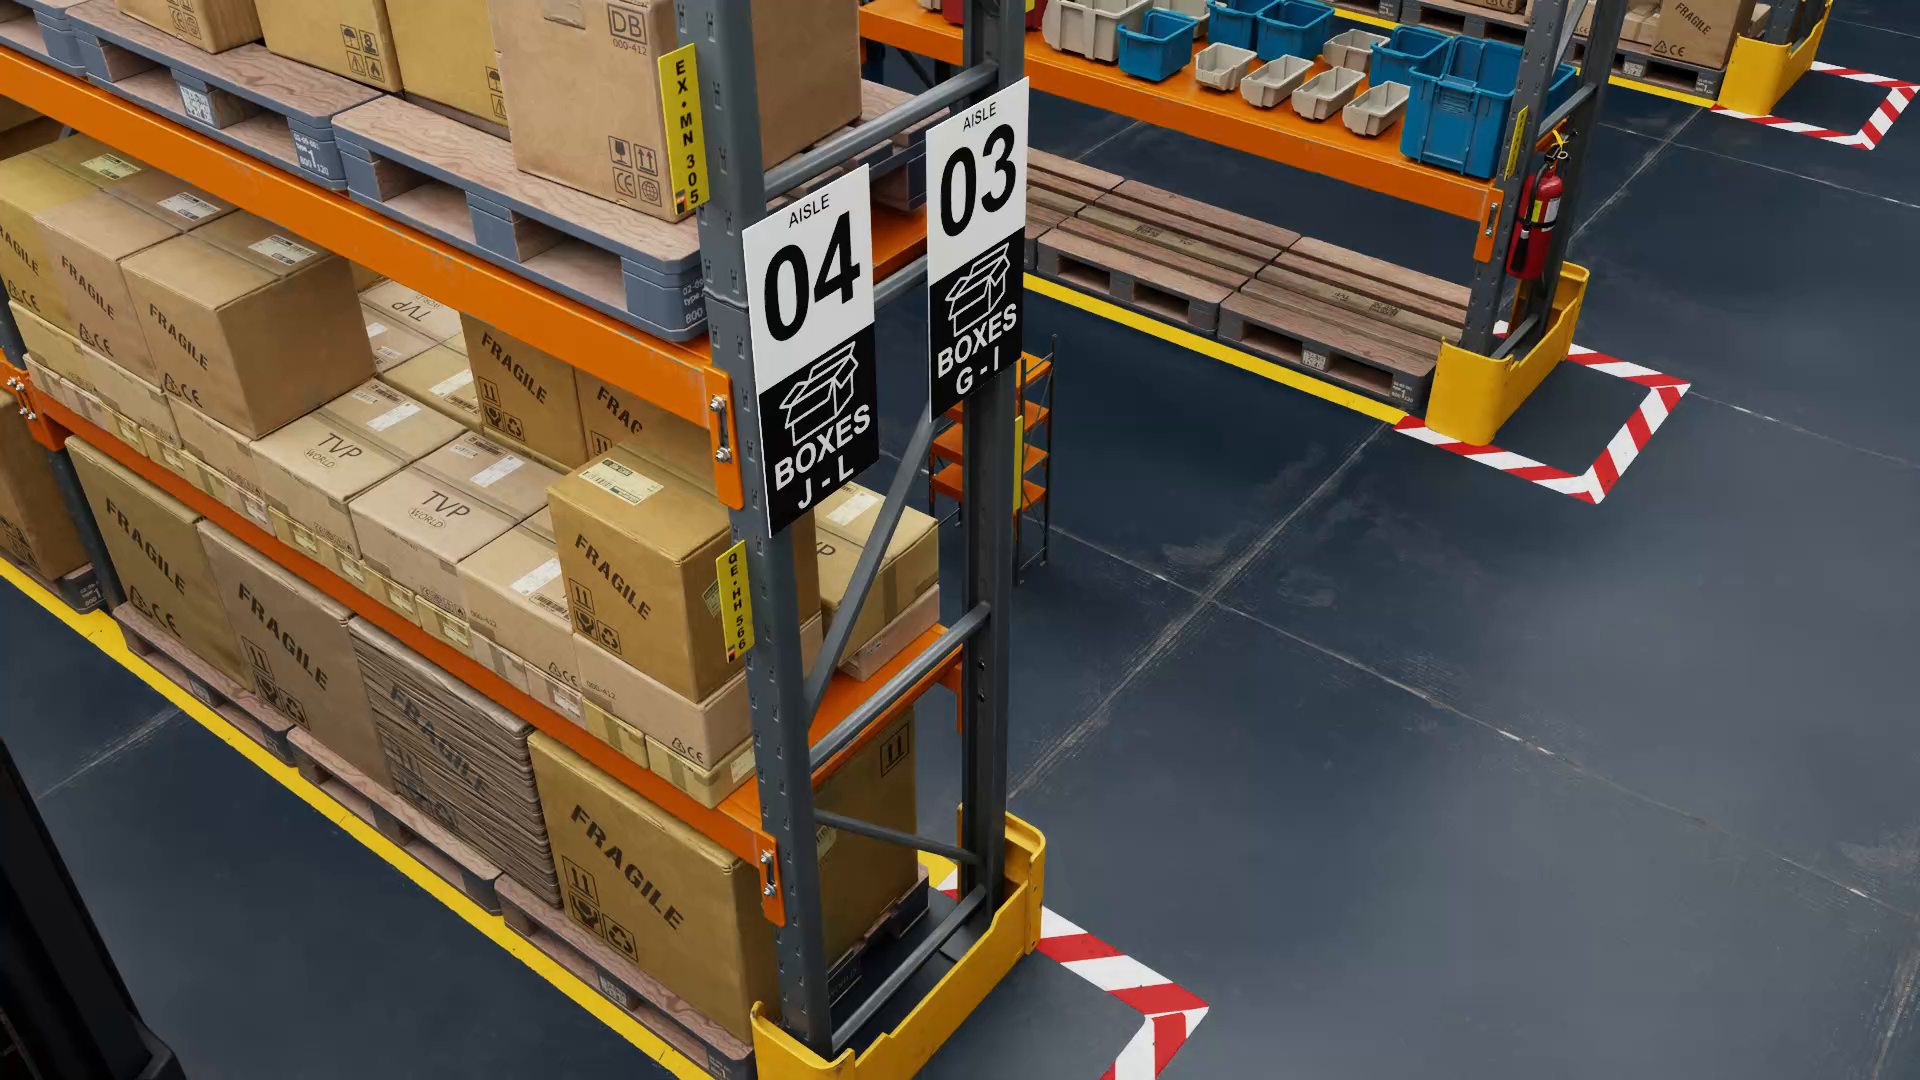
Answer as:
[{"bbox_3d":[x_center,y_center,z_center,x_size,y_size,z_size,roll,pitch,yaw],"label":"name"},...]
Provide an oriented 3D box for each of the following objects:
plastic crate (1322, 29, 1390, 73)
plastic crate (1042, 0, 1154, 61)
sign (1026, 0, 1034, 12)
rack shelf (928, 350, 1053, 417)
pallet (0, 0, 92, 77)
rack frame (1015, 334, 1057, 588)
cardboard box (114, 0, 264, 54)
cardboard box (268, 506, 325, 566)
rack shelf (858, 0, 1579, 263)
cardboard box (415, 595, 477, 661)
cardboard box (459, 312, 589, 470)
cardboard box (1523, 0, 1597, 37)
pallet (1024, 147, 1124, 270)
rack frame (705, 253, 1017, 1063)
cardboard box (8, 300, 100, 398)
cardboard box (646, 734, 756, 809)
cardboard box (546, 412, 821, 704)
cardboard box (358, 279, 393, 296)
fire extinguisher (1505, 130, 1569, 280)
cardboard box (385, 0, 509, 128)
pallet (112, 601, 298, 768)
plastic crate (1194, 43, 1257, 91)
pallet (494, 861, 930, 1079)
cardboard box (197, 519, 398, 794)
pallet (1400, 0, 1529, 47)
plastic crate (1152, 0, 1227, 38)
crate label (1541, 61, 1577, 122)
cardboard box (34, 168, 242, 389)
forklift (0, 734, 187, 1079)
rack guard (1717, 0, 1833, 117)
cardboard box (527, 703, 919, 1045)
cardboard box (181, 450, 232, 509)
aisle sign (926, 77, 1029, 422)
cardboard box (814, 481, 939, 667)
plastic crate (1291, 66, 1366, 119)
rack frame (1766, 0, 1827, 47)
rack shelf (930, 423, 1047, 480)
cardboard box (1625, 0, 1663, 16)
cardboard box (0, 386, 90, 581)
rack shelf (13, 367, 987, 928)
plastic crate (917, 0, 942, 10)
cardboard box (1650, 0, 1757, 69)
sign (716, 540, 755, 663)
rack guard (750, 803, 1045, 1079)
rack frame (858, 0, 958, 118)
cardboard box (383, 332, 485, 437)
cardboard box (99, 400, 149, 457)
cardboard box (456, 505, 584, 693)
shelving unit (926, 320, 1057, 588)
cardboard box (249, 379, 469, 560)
[{"bbox_3d":[2.075,-2.575,8.771,0.298,0.136,0.250,25,45,29],"label":"plastic crate"},{"bbox_3d":[0.738,-2.800,8.941,0.530,0.282,0.437,25,45,29],"label":"plastic crate"},{"bbox_3d":[0.147,-1.388,3.883,0.005,0.325,0.100,25,45,29],"label":"sign"},{"bbox_3d":[0.131,-0.720,7.059,0.480,0.148,0.258,25,45,29],"label":"rack shelf"},{"bbox_3d":[-2.729,-1.895,5.375,1.213,0.211,1.003,25,45,29],"label":"pallet"},{"bbox_3d":[0.325,-0.319,7.184,0.015,1.200,0.240,25,45,29],"label":"rack frame"},{"bbox_3d":[-1.961,-1.753,4.619,0.500,0.500,0.700,27,46,30],"label":"cardboard box"},{"bbox_3d":[-2.100,-0.104,5.654,0.250,0.149,0.380,24,44,27],"label":"cardboard box"},{"bbox_3d":[1.226,-2.453,9.033,4.000,0.370,1.077,25,45,29],"label":"rack shelf"},{"bbox_3d":[-1.490,0.183,5.287,0.250,0.149,0.380,24,44,28],"label":"cardboard box"},{"bbox_3d":[-1.224,-0.605,5.362,0.500,0.500,0.500,24,44,27],"label":"cardboard box"},{"bbox_3d":[4.508,-3.955,12.242,0.500,0.250,0.500,25,45,29],"label":"cardboard box"},{"bbox_3d":[0.245,-2.131,10.300,1.213,0.211,1.003,25,45,29],"label":"pallet"},{"bbox_3d":[-0.195,0.438,4.757,0.127,3.000,1.000,25,45,29],"label":"rack frame"},{"bbox_3d":[-3.158,-0.814,6.237,0.500,0.250,0.500,24,44,28],"label":"cardboard box"},{"bbox_3d":[-0.678,0.565,4.799,0.250,0.149,0.380,26,45,29],"label":"cardboard box"},{"bbox_3d":[-0.742,0.031,4.549,0.500,0.500,0.500,26,45,29],"label":"cardboard box"},{"bbox_3d":[-2.449,-0.889,6.332,0.500,0.250,0.500,27,45,30],"label":"cardboard box"},{"bbox_3d":[2.658,-1.531,7.637,0.183,0.674,0.296,25,45,29],"label":"fire extinguisher"},{"bbox_3d":[-1.014,-1.425,4.201,0.500,0.500,0.700,24,44,27],"label":"cardboard box"},{"bbox_3d":[-2.816,0.361,7.117,1.213,0.211,1.003,25,45,29],"label":"pallet"},{"bbox_3d":[1.352,-2.433,8.590,0.250,0.136,0.298,25,45,29],"label":"plastic crate"},{"bbox_3d":[-0.878,1.275,5.950,1.213,0.211,1.003,25,45,29],"label":"pallet"},{"bbox_3d":[-2.182,0.235,6.400,0.875,0.875,0.875,25,45,29],"label":"cardboard box"},{"bbox_3d":[4.167,-4.097,12.812,1.213,0.211,1.003,25,45,29],"label":"pallet"},{"bbox_3d":[1.203,-2.900,9.186,0.466,0.136,0.293,25,45,29],"label":"plastic crate"},{"bbox_3d":[2.818,-2.198,8.212,0.303,0.233,0.416,25,45,29],"label":"crate label"},{"bbox_3d":[-2.761,-0.920,5.764,0.500,0.500,0.500,25,45,29],"label":"cardboard box"},{"bbox_3d":[-2.722,1.118,3.945,3.031,2.935,1.130,24,44,28],"label":"forklift"},{"bbox_3d":[5.766,-3.455,11.758,0.348,0.500,1.175,25,45,29],"label":"rack guard"},{"bbox_3d":[-0.752,0.909,5.539,0.875,0.875,0.875,25,45,29],"label":"cardboard box"},{"bbox_3d":[-2.508,-0.297,5.900,0.250,0.149,0.380,25,44,28],"label":"cardboard box"},{"bbox_3d":[0.044,-0.705,4.109,0.004,0.787,0.394,25,45,29],"label":"aisle sign"},{"bbox_3d":[-0.412,0.068,5.110,0.500,0.250,0.500,24,44,27],"label":"cardboard box"},{"bbox_3d":[1.835,-2.239,8.342,0.243,0.136,0.396,25,45,29],"label":"plastic crate"},{"bbox_3d":[5.826,-4.411,10.951,0.127,3.000,1.000,25,45,29],"label":"rack frame"},{"bbox_3d":[0.131,-0.357,7.342,0.480,0.148,0.258,25,45,29],"label":"rack shelf"},{"bbox_3d":[5.170,-4.032,12.340,0.500,0.250,0.500,25,45,29],"label":"cardboard box"},{"bbox_3d":[-3.893,-0.619,7.490,0.875,0.875,1.225,25,45,29],"label":"cardboard box"},{"bbox_3d":[-1.784,-0.028,5.936,4.000,0.370,1.077,25,45,29],"label":"rack shelf"},{"bbox_3d":[-0.080,-3.161,9.519,0.243,0.136,0.396,25,45,29],"label":"plastic crate"},{"bbox_3d":[5.245,-3.683,11.692,0.500,0.500,0.500,25,45,29],"label":"cardboard box"},{"bbox_3d":[-0.536,0.149,3.994,0.005,0.325,0.100,25,45,29],"label":"sign"},{"bbox_3d":[-0.176,1.431,5.516,0.348,0.500,1.175,25,45,29],"label":"rack guard"},{"bbox_3d":[-0.363,-3.485,9.768,0.127,3.000,1.000,25,45,29],"label":"rack frame"},{"bbox_3d":[-1.644,-0.506,5.844,0.500,0.250,0.500,24,44,28],"label":"cardboard box"},{"bbox_3d":[-2.921,-0.491,6.147,0.250,0.149,0.380,27,45,30],"label":"cardboard box"},{"bbox_3d":[-1.144,0.138,5.021,0.500,0.250,0.500,24,44,28],"label":"cardboard box"},{"bbox_3d":[0.131,-0.410,7.301,0.503,1.200,0.258,25,45,29],"label":"shelving unit"},{"bbox_3d":[-1.964,-0.245,5.510,0.500,0.250,0.500,25,45,29],"label":"cardboard box"}]
